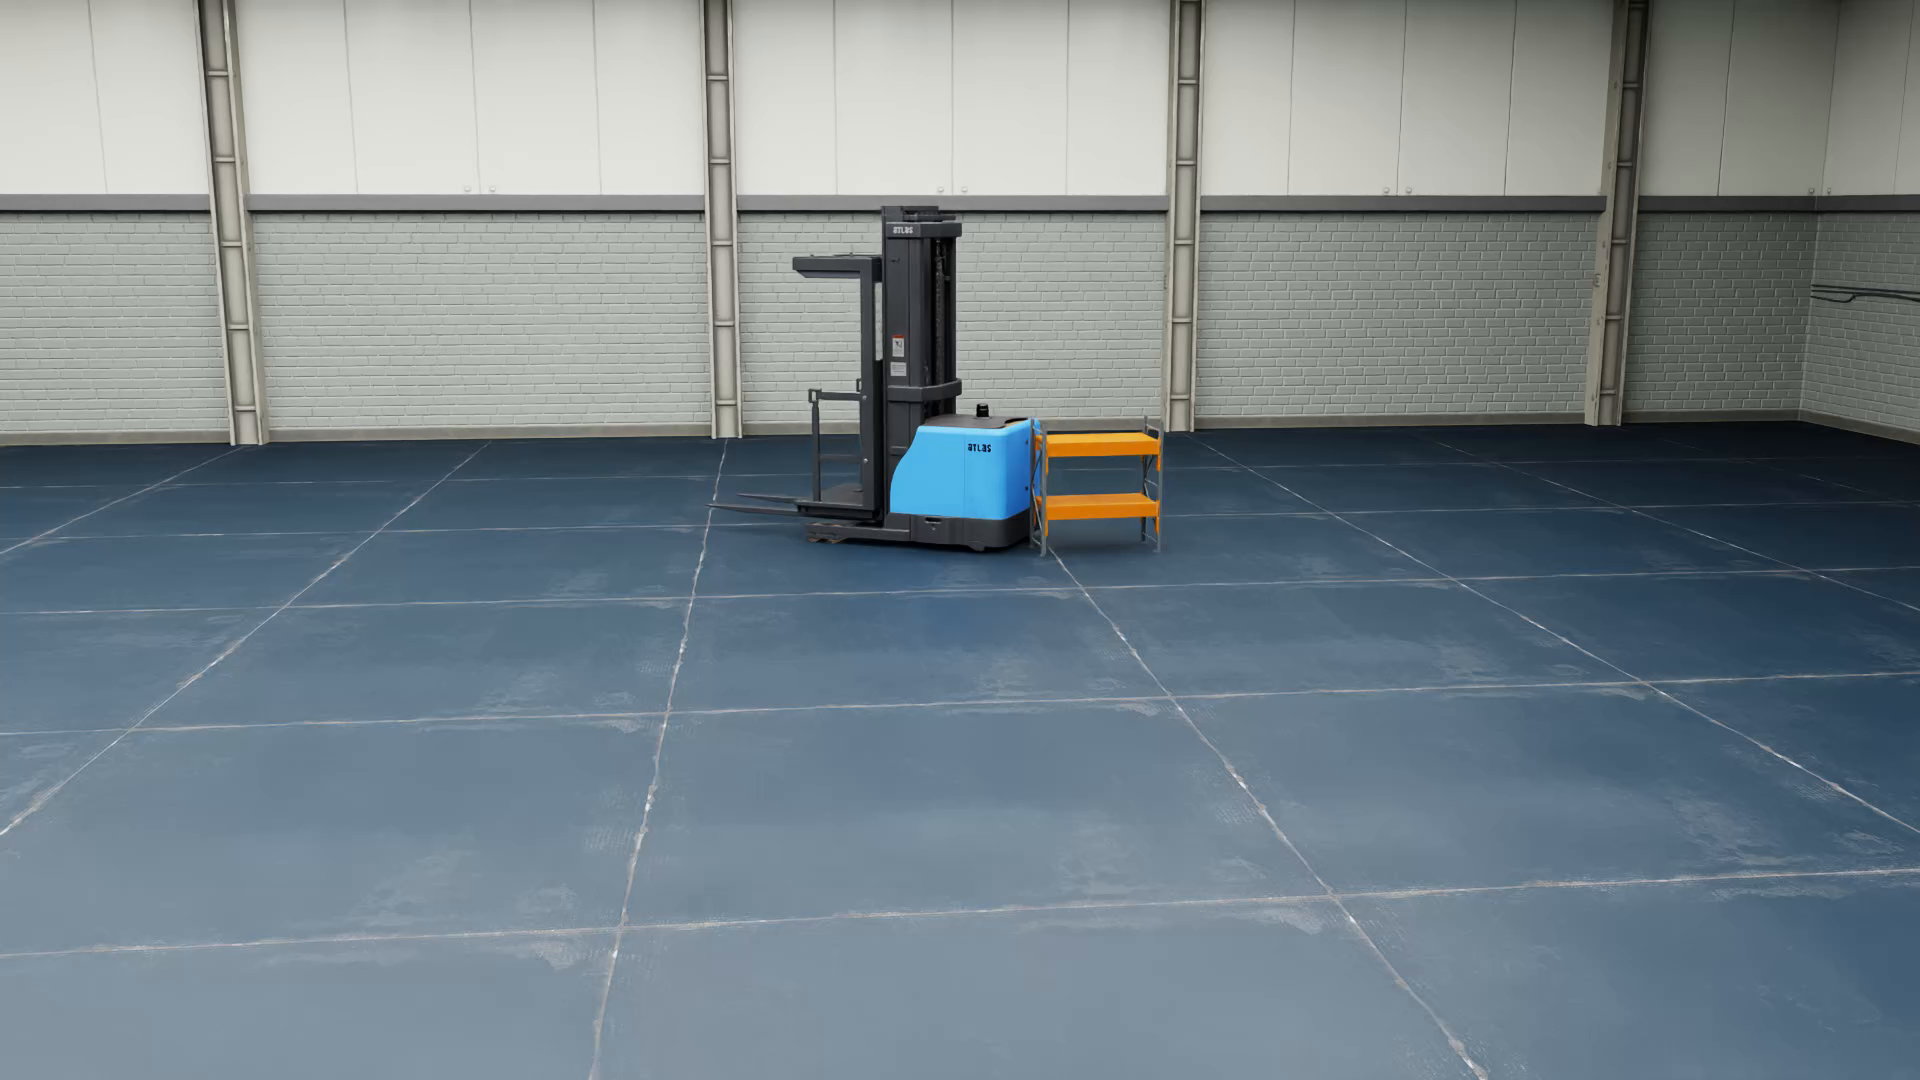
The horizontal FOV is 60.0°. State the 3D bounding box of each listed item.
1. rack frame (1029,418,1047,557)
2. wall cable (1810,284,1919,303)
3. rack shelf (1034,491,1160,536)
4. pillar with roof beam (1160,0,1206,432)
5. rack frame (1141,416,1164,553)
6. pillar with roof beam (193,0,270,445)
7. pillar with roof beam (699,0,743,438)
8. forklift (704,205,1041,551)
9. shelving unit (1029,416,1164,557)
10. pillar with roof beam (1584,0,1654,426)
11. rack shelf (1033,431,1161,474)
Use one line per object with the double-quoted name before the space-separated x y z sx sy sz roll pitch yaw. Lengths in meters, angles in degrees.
"rack frame" 0.668 -0.454 14.263 0.032 1.125 0.500 -2 11 -10
"wall cable" 11.960 -4.301 21.470 0.112 2.526 3.097 -1 11 -6
"rack shelf" 1.168 -0.232 14.401 1.000 0.278 0.538 -2 11 -10
"pillar with roof beam" 3.388 -5.067 17.313 0.400 9.000 9.100 -1 11 -6
"rack frame" 1.668 -0.490 14.445 0.032 1.125 0.500 -2 11 -10
"pillar with roof beam" -8.542 -4.817 16.041 0.400 9.000 9.100 -1 11 -6
"pillar with roof beam" -2.577 -4.942 16.677 0.400 9.000 9.100 -1 11 -6
"forklift" -0.842 -1.498 14.890 3.031 2.935 1.130 4 12 21
"shelving unit" 1.168 -0.472 14.354 1.048 1.125 0.538 -2 11 -10
"pillar with roof beam" 9.353 -5.192 17.949 0.400 9.000 9.100 -1 11 -6
"rack shelf" 1.168 -0.759 14.298 1.000 0.278 0.538 -2 11 -10
